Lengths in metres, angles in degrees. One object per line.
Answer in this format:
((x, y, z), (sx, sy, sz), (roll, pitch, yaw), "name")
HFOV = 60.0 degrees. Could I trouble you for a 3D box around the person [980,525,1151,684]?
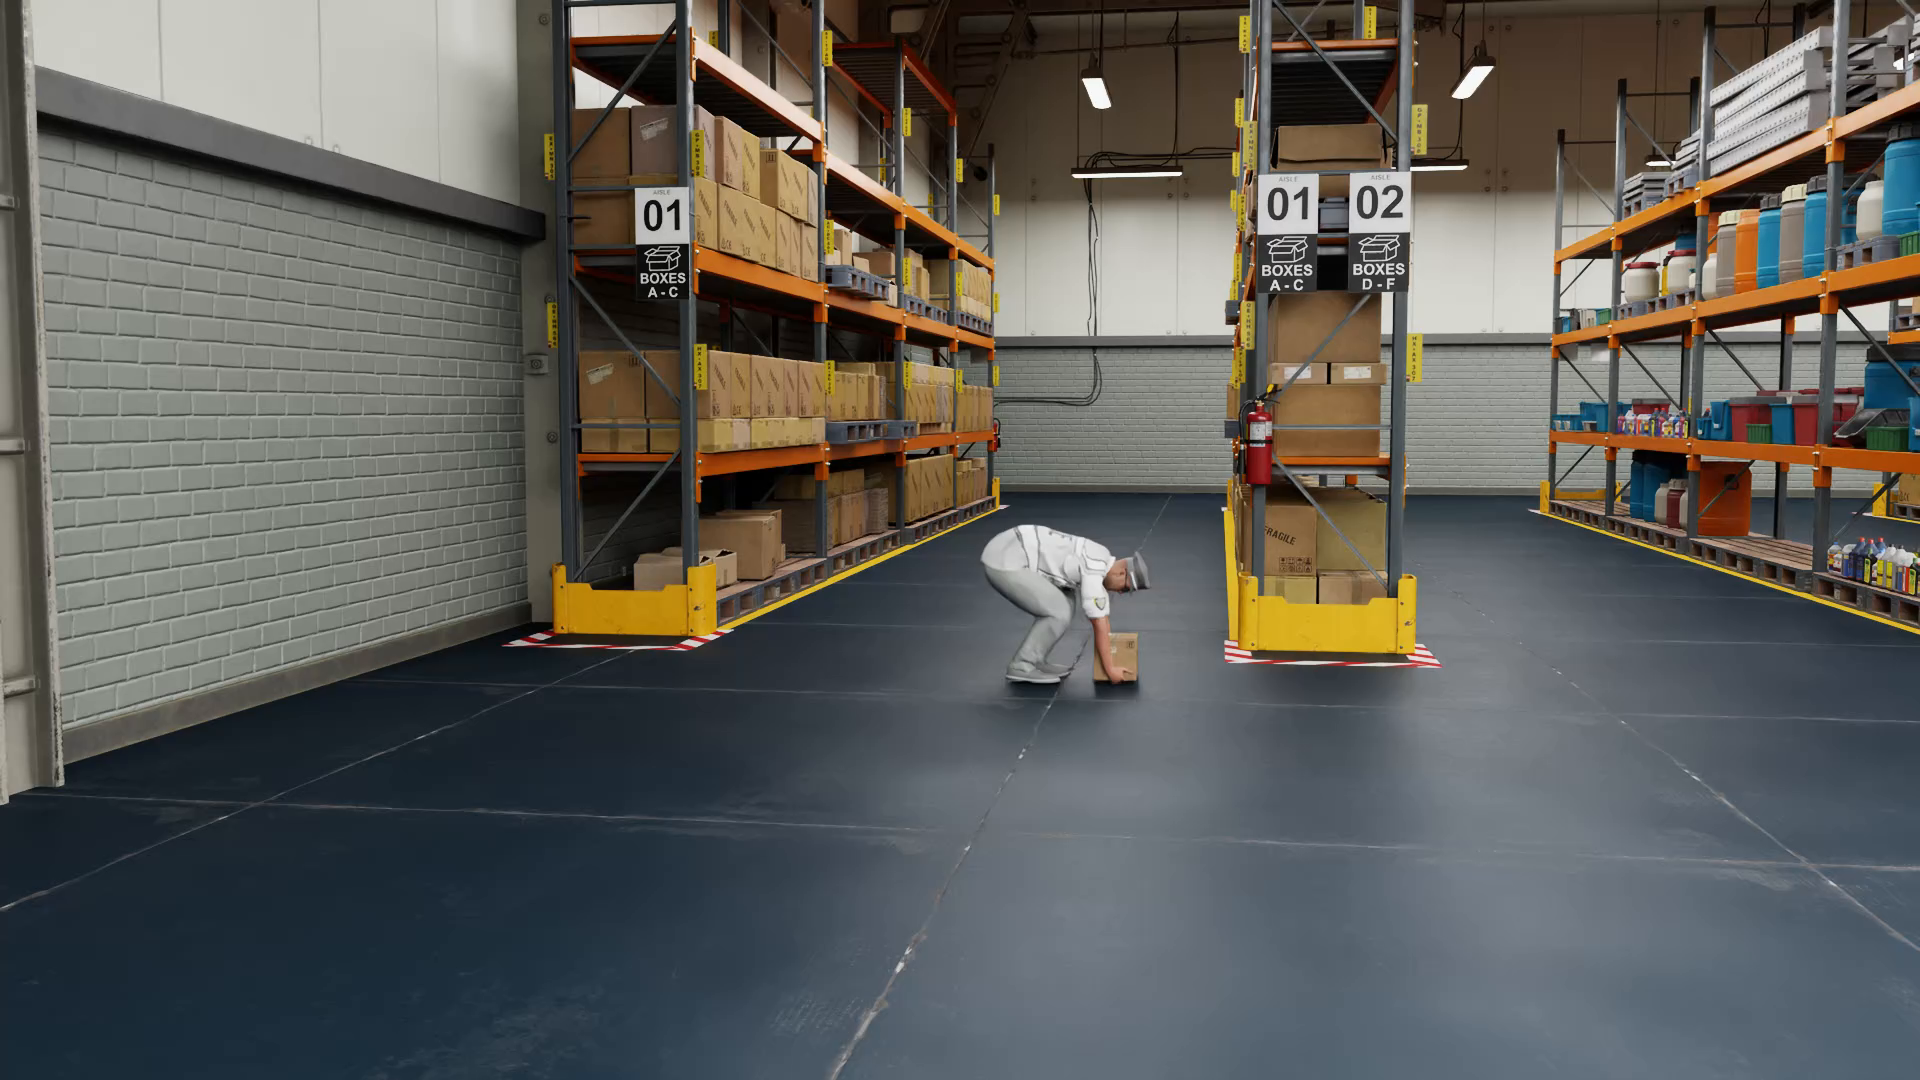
((0.634, 0.377, 9.990), (1.023, 0.939, 0.527), (0, 4, 6), "person")
